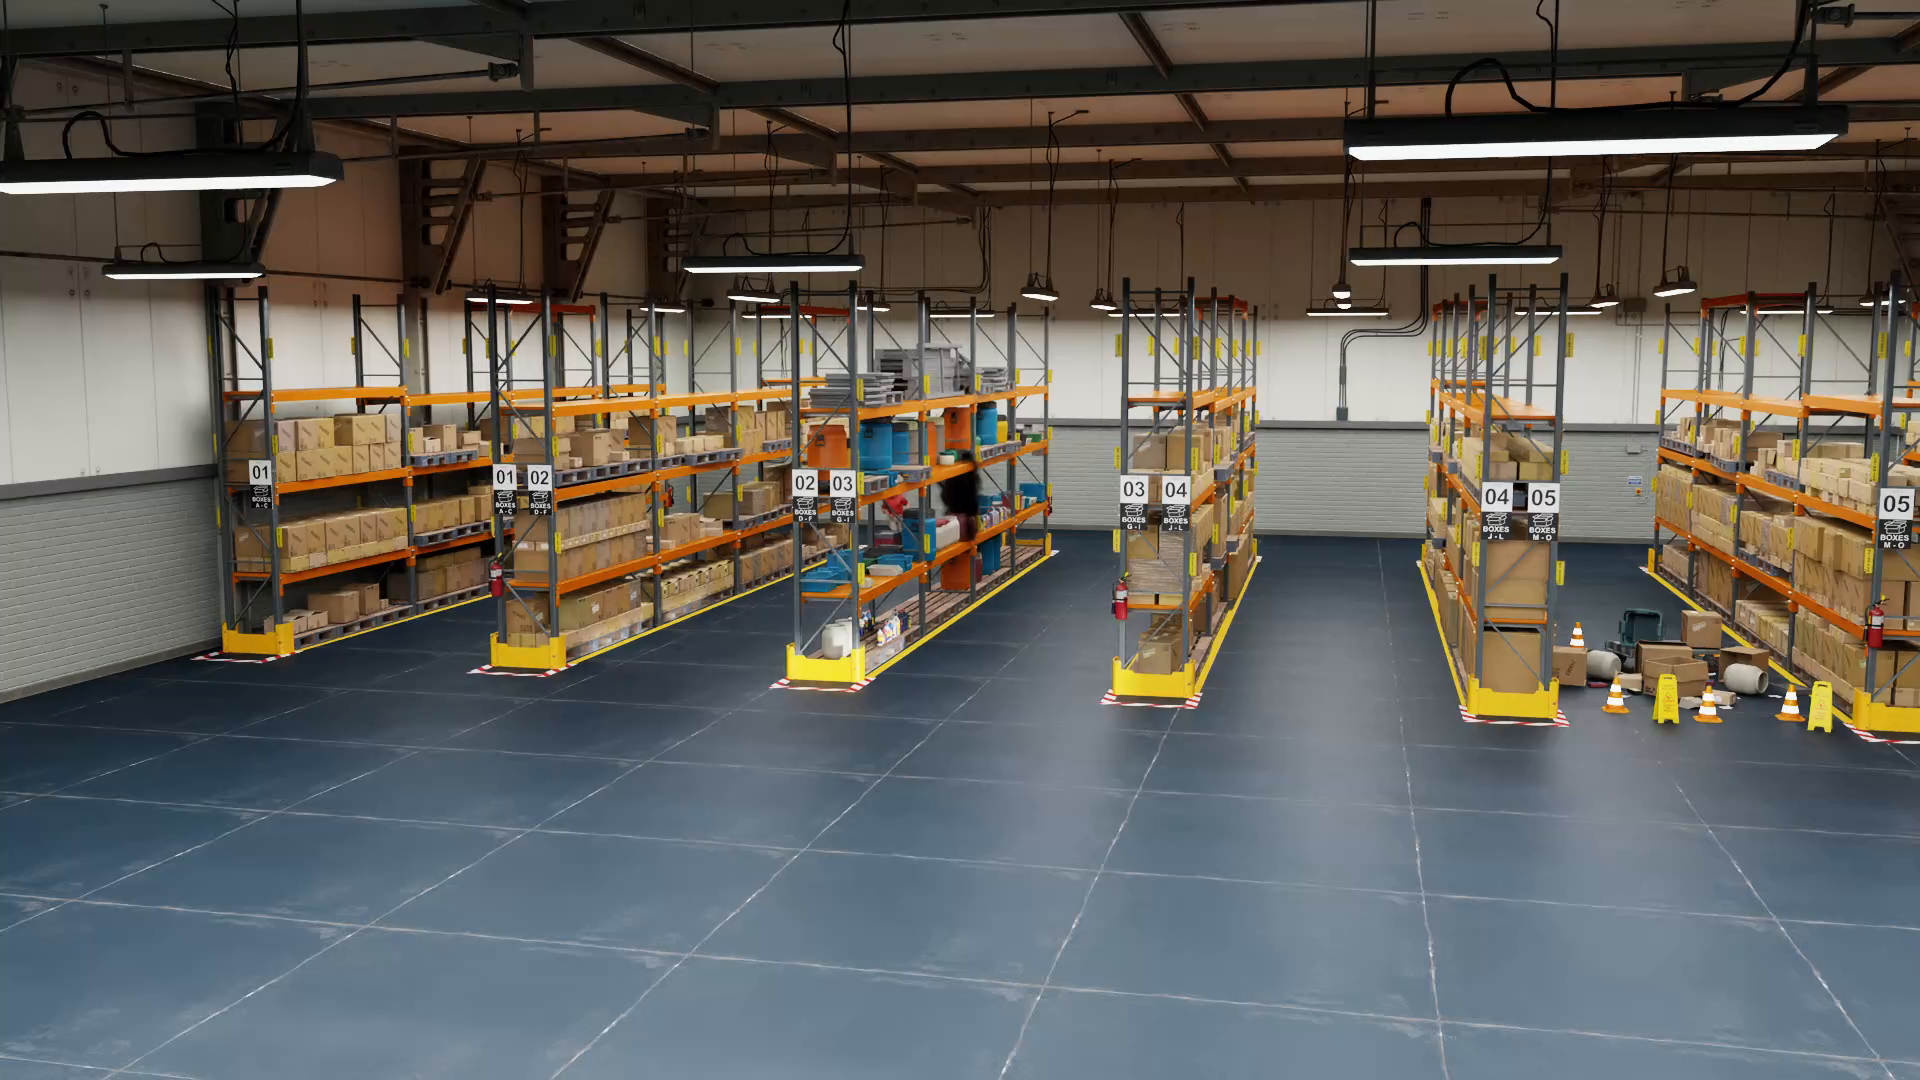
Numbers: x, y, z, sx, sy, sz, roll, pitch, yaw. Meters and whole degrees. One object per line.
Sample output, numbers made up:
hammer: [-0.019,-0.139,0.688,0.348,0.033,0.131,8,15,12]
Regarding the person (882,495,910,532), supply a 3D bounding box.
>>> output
person: [-1.584,-0.492,40.769,0.677,1.655,0.538,1,7,7]
